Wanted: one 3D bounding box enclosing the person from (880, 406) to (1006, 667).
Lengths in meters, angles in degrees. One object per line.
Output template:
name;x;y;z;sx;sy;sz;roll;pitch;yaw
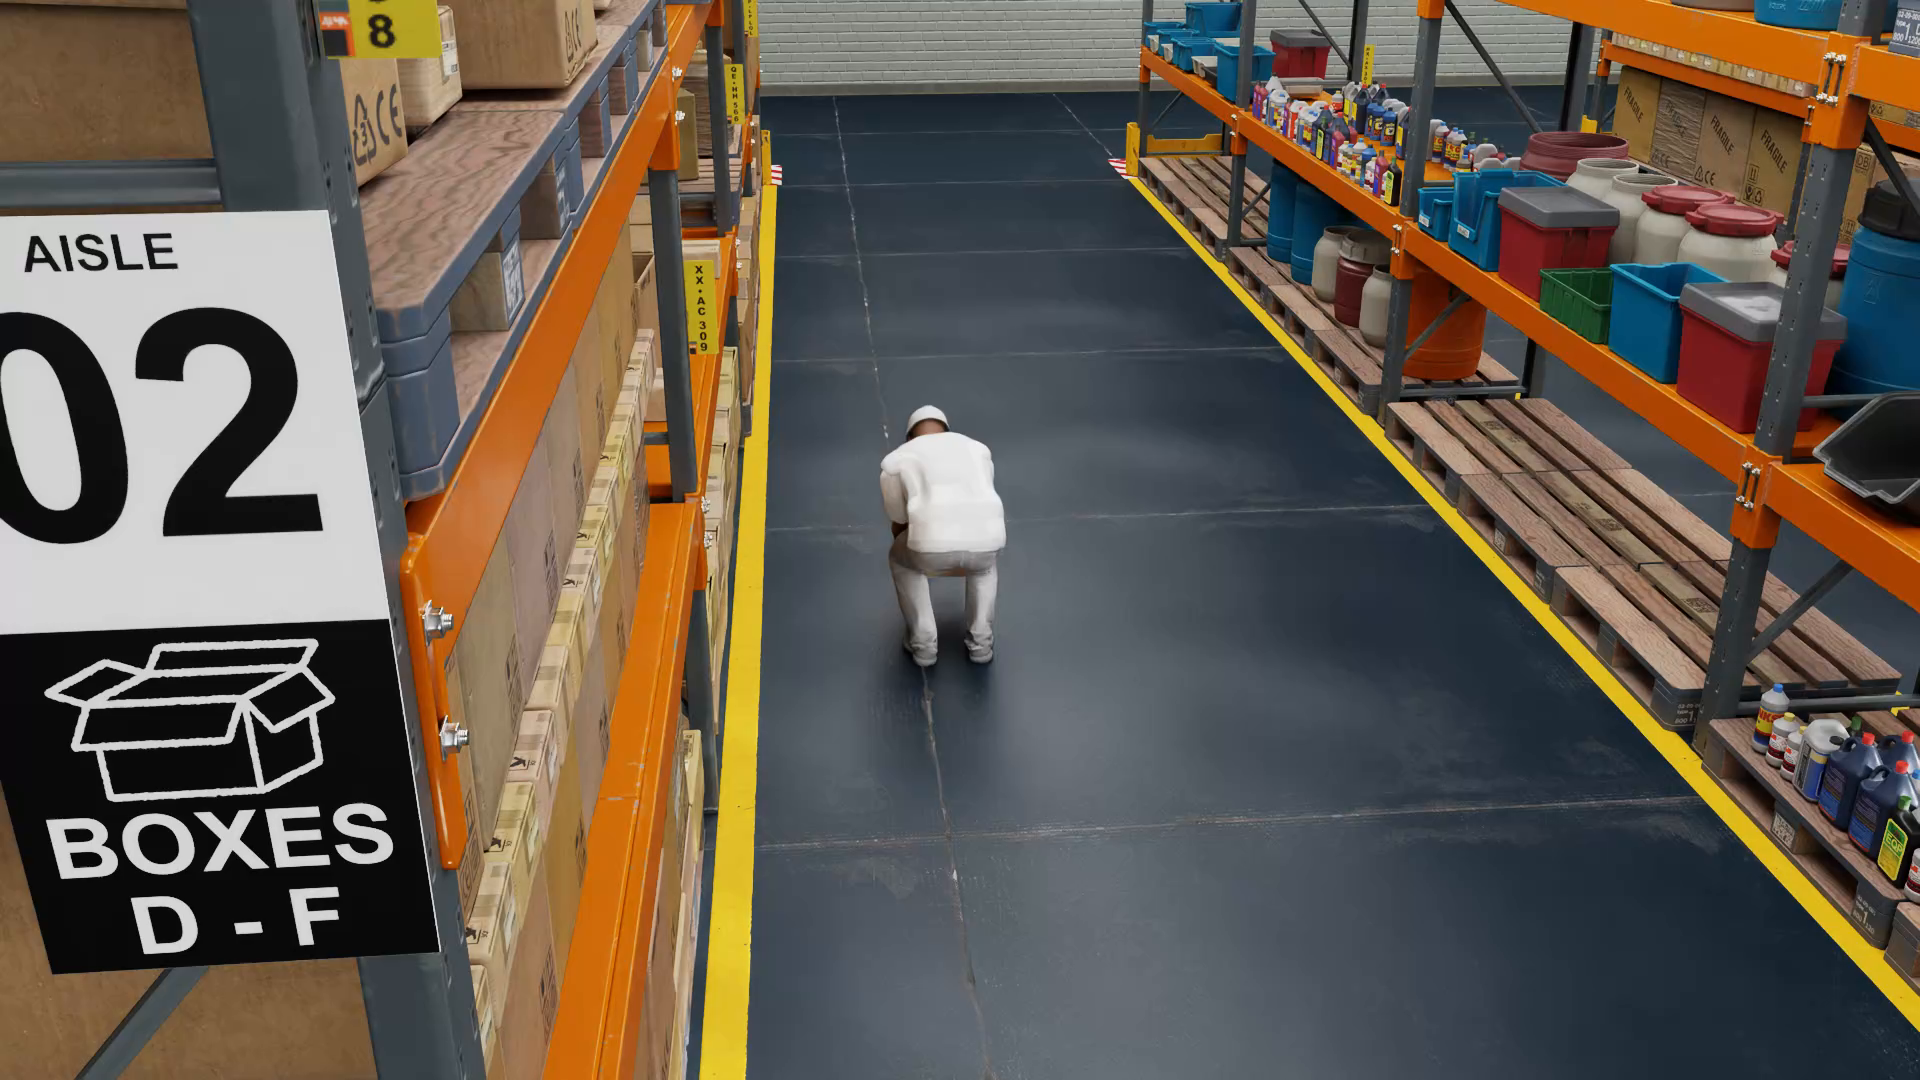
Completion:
person;-0.084;-0.010;7.550;0.526;1.004;0.948;-4;24;-8
